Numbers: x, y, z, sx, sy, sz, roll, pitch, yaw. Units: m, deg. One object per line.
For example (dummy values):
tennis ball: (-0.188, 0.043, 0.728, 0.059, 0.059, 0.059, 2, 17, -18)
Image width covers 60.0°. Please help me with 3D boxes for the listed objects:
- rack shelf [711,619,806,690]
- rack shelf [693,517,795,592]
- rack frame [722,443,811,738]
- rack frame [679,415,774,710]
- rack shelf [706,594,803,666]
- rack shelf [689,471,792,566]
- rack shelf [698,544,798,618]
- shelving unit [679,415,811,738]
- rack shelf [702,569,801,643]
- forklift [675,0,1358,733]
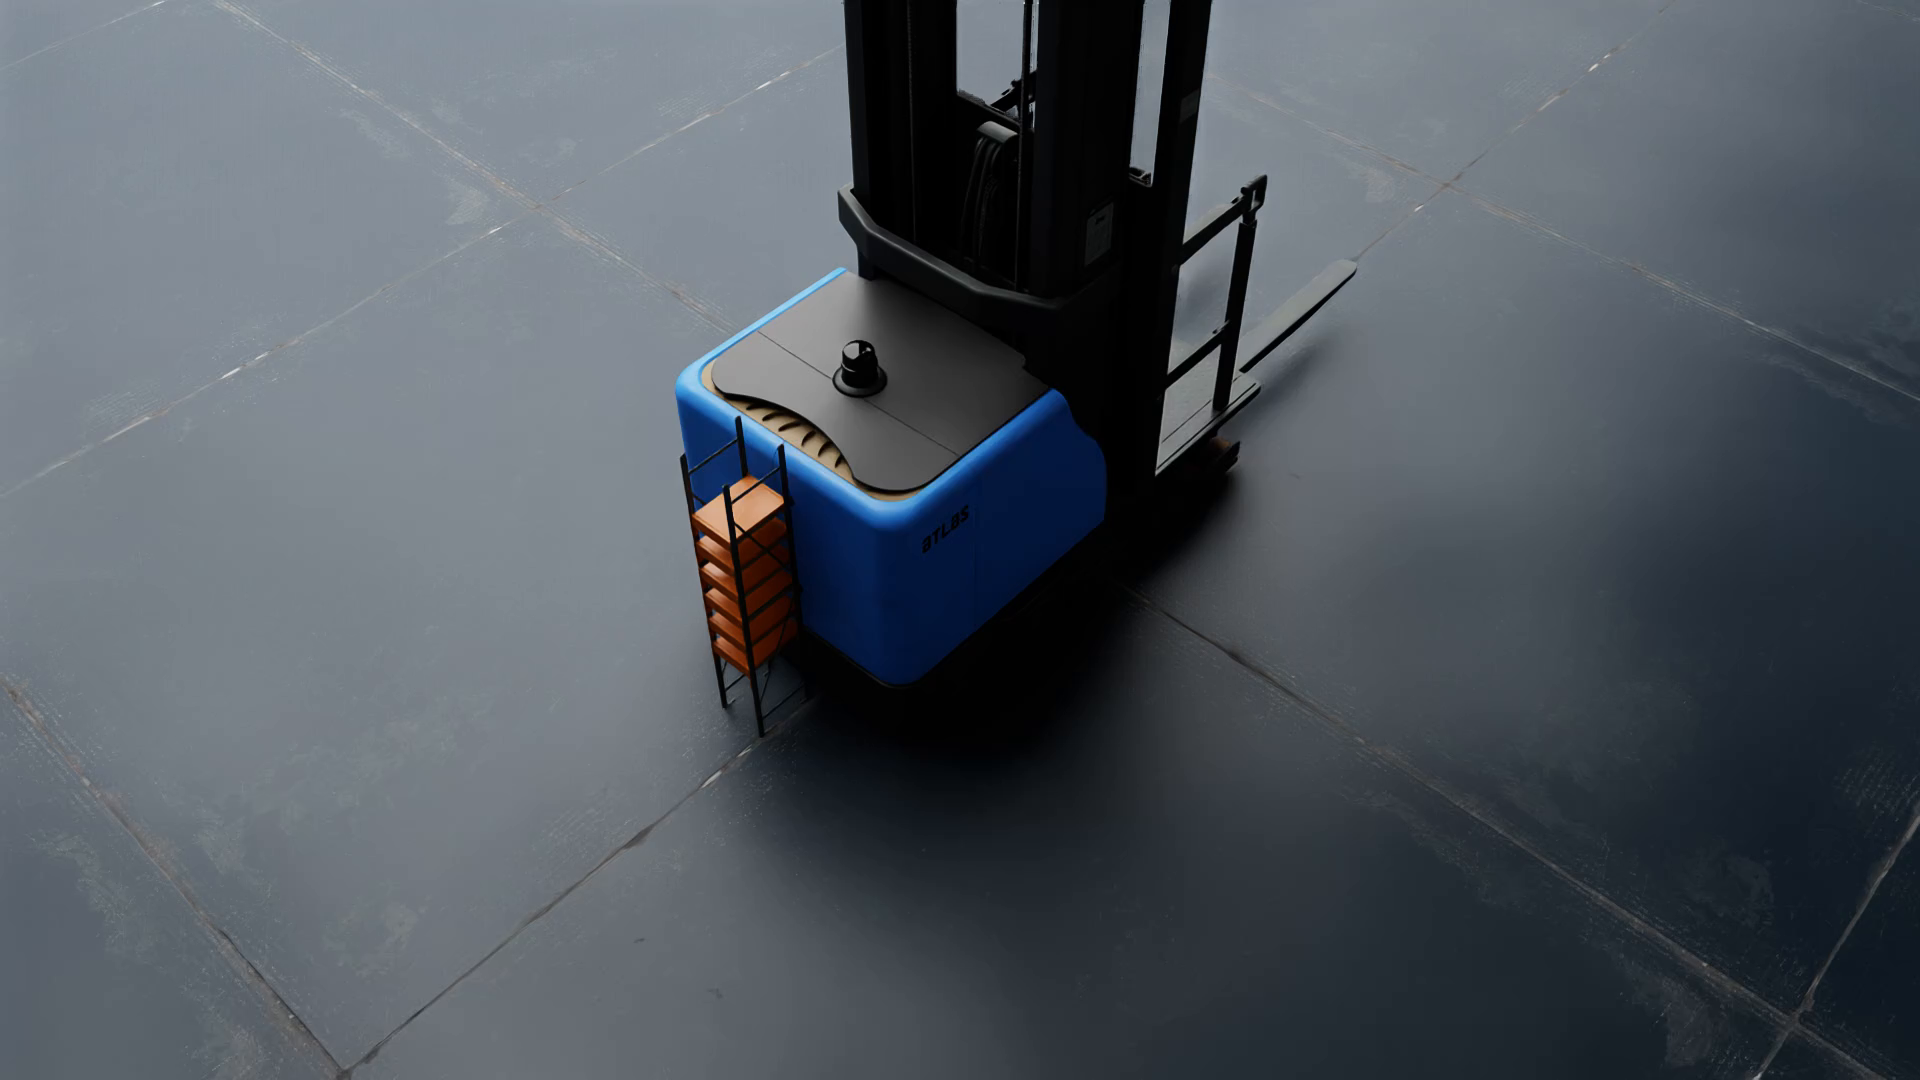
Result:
rack shelf: (-0.665, 0.343, 5.495, 0.180, 0.103, 0.258, 33, 55, 27)
rack shelf: (-0.666, 0.015, 5.144, 0.180, 0.103, 0.258, 33, 55, 27)
rack frame: (-0.597, 0.193, 5.245, 0.006, 1.200, 0.240, 33, 55, 27)
rack frame: (-0.734, 0.104, 5.329, 0.006, 1.200, 0.240, 33, 55, 27)
rack shelf: (-0.665, 0.261, 5.407, 0.180, 0.103, 0.258, 33, 55, 27)
rack shelf: (-0.666, -0.067, 5.057, 0.180, 0.103, 0.258, 33, 55, 27)
rack shelf: (-0.666, 0.097, 5.232, 0.180, 0.103, 0.258, 33, 55, 27)
shelving unit: (-0.666, 0.149, 5.287, 0.189, 1.200, 0.258, 33, 55, 27)
rack shelf: (-0.666, 0.179, 5.319, 0.180, 0.103, 0.258, 33, 55, 27)
forklift: (0.430, -1.356, 5.512, 1.130, 2.935, 3.031, 33, 55, 27)
